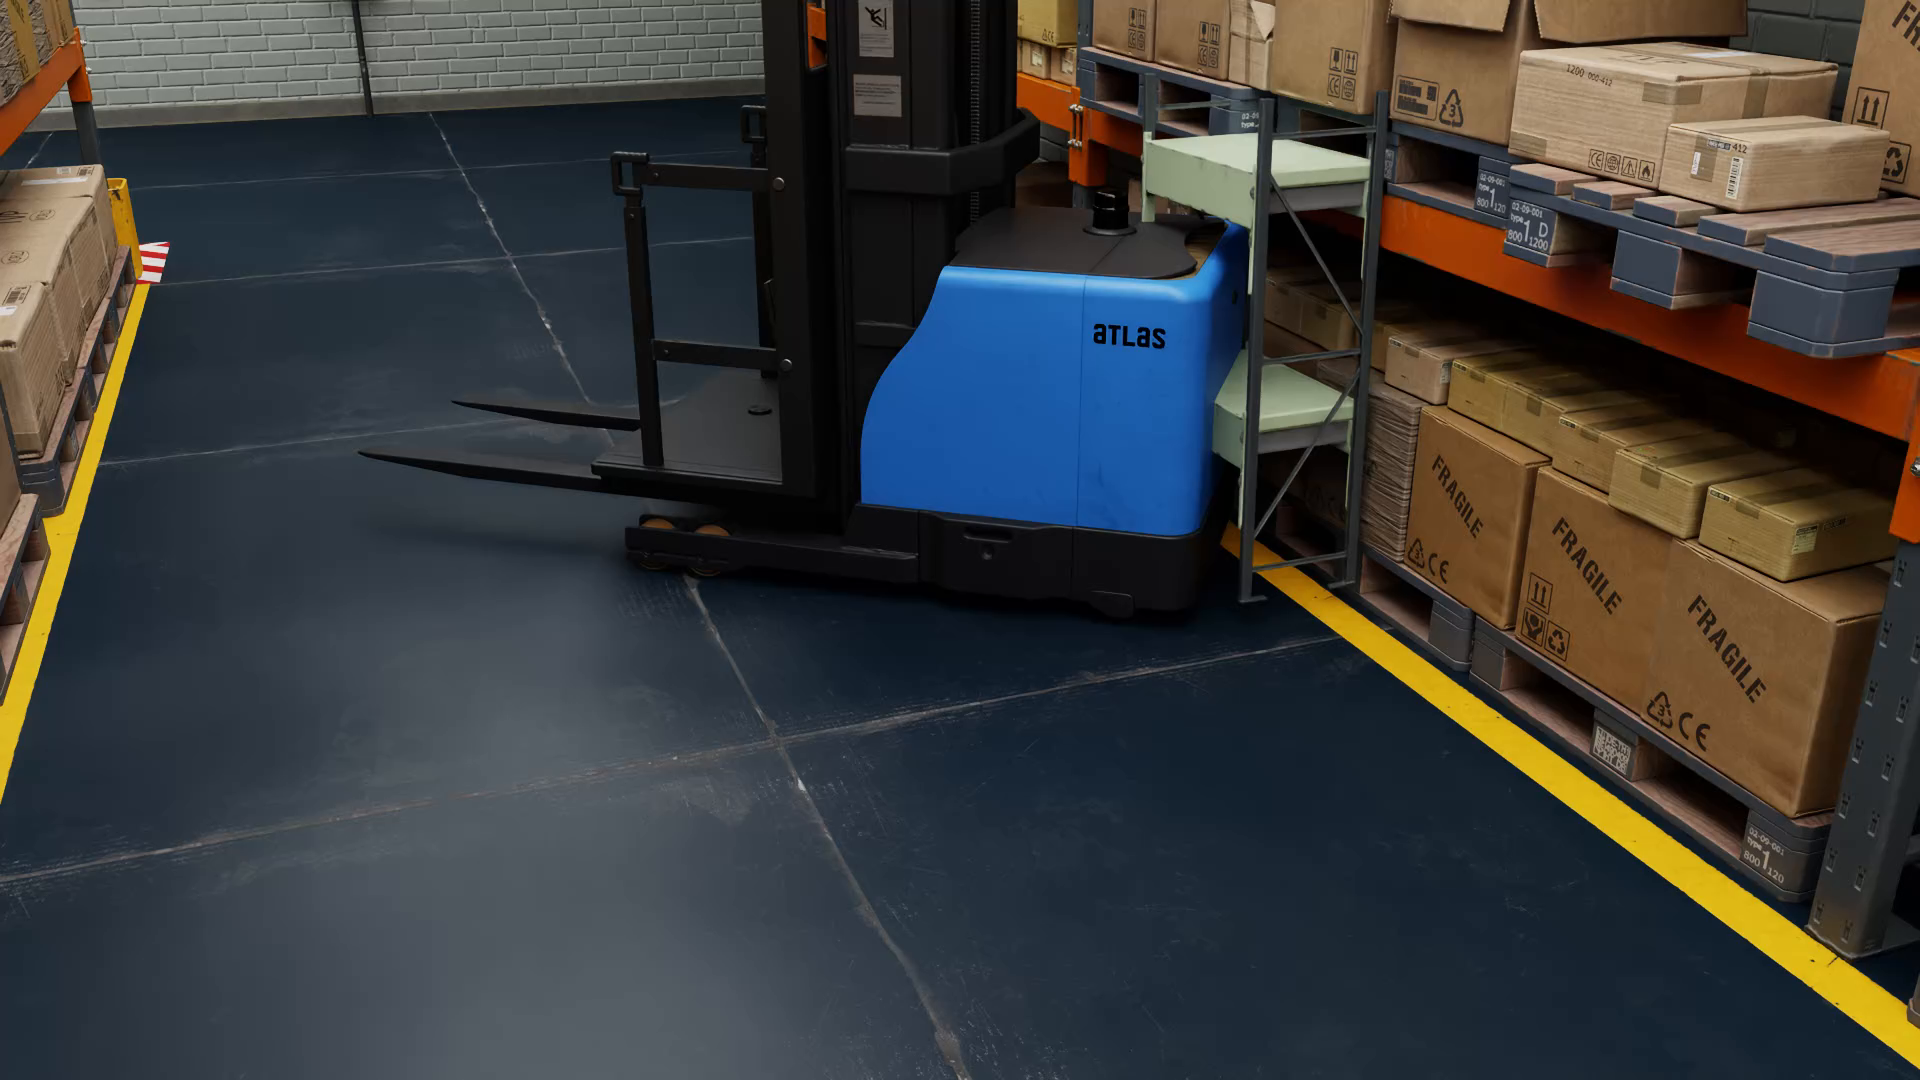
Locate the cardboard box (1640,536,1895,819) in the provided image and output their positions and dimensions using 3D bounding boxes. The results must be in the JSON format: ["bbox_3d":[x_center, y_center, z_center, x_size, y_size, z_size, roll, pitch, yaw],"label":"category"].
[{"bbox_3d":[2.011,0.275,3.914,0.500,0.500,0.500,-8,24,-17],"label":"cardboard box"}]

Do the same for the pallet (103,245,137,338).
[{"bbox_3d":[-4.751,-1.219,8.371,1.003,0.211,1.213,-8,24,-19],"label":"pallet"}]

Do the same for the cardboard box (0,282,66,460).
[{"bbox_3d":[-3.815,-0.586,6.037,0.875,0.438,0.875,-9,24,-20],"label":"cardboard box"}]

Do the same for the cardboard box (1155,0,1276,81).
[{"bbox_3d":[1.093,-1.858,5.626,0.700,0.500,0.500,-8,24,-18],"label":"cardboard box"}]

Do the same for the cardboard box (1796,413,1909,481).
[{"bbox_3d":[2.400,-0.232,4.282,0.380,0.149,0.250,-8,24,-17],"label":"cardboard box"}]

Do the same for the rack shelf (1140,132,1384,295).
[{"bbox_3d":[0.895,-1.020,5.050,0.431,0.370,0.720,-9,23,-18],"label":"rack shelf"}]

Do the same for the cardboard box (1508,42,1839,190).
[{"bbox_3d":[1.686,-1.023,3.967,0.500,0.250,0.500,-10,25,-21],"label":"cardboard box"}]

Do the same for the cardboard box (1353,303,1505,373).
[{"bbox_3d":[1.469,-0.627,5.217,0.380,0.149,0.250,-8,24,-19],"label":"cardboard box"}]

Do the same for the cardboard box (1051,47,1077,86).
[{"bbox_3d":[0.599,-1.978,6.905,0.380,0.149,0.250,-8,24,-18],"label":"cardboard box"}]

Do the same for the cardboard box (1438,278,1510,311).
[{"bbox_3d":[1.845,-0.795,5.616,0.380,0.149,0.250,-8,24,-18],"label":"cardboard box"}]

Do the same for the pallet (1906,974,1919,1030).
[{"bbox_3d":[2.616,1.030,3.034,1.003,0.211,1.213,-8,24,-19],"label":"pallet"}]

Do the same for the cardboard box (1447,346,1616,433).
[{"bbox_3d":[1.633,-0.434,4.760,0.380,0.149,0.250,-9,24,-20],"label":"cardboard box"}]

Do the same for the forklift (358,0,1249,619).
[{"bbox_3d":[-0.602,-1.419,5.343,3.031,2.935,1.130,6,24,15],"label":"forklift"}]

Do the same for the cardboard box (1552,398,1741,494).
[{"bbox_3d":[1.773,-0.241,4.303,0.380,0.149,0.250,-9,25,-21],"label":"cardboard box"}]

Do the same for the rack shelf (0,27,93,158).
[{"bbox_3d":[-4.401,-1.726,6.908,1.077,0.370,4.000,-8,24,-19],"label":"rack shelf"}]

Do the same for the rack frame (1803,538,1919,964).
[{"bbox_3d":[2.361,-0.559,3.215,1.000,3.000,0.127,-8,24,-19],"label":"rack frame"}]

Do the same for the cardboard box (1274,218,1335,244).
[{"bbox_3d":[1.446,-1.164,6.493,0.380,0.149,0.250,-8,24,-19],"label":"cardboard box"}]

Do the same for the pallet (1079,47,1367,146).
[{"bbox_3d":[1.129,-1.619,5.976,1.003,0.211,1.213,-8,24,-19],"label":"pallet"}]

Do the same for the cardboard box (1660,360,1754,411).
[{"bbox_3d":[2.228,-0.423,4.735,0.380,0.149,0.250,-10,25,-21],"label":"cardboard box"}]

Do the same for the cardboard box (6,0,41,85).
[{"bbox_3d":[-4.140,-2.135,6.825,0.500,0.500,0.500,-8,24,-17],"label":"cardboard box"}]

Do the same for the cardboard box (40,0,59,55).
[{"bbox_3d":[-4.526,-2.507,7.706,0.500,0.500,0.500,-9,24,-20],"label":"cardboard box"}]

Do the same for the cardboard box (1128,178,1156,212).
[{"bbox_3d":[0.883,-1.332,6.508,0.380,0.149,0.250,-9,24,-20],"label":"cardboard box"}]

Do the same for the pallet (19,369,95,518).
[{"bbox_3d":[-3.889,-0.333,6.267,1.003,0.211,1.213,-8,24,-19],"label":"pallet"}]

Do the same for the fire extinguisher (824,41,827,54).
[{"bbox_3d":[-0.949,-3.249,10.176,0.296,0.674,0.183,-8,24,-19],"label":"fire extinguisher"}]

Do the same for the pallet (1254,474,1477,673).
[{"bbox_3d":[1.706,0.007,5.463,1.003,0.211,1.213,-8,24,-19],"label":"pallet"}]

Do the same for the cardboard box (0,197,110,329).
[{"bbox_3d":[-4.449,-1.239,7.586,0.875,0.438,0.875,-8,24,-18],"label":"cardboard box"}]

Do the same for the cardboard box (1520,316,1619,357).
[{"bbox_3d":[1.962,-0.595,5.142,0.380,0.149,0.250,-8,24,-19],"label":"cardboard box"}]

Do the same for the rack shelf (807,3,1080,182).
[{"bbox_3d":[0.242,-2.408,8.527,1.077,0.370,4.000,-8,24,-19],"label":"rack shelf"}]

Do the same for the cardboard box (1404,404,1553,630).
[{"bbox_3d":[1.657,-0.098,4.799,0.500,0.500,0.500,-7,24,-17],"label":"cardboard box"}]

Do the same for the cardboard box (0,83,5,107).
[{"bbox_3d":[-3.789,-1.766,5.950,0.500,0.500,0.500,-8,24,-19],"label":"cardboard box"}]

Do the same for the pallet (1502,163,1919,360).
[{"bbox_3d":[2.056,-0.708,3.814,1.213,0.211,1.003,-8,24,-19],"label":"pallet"}]

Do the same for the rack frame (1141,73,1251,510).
[{"bbox_3d":[0.781,-0.781,5.515,0.400,1.500,0.023,-9,23,-18],"label":"rack frame"}]

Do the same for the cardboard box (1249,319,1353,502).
[{"bbox_3d":[1.278,-0.474,5.690,0.500,0.500,0.500,-9,25,-21],"label":"cardboard box"}]

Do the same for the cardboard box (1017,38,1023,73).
[{"bbox_3d":[0.373,-2.161,7.339,0.380,0.149,0.250,-8,24,-18],"label":"cardboard box"}]

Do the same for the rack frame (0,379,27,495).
[{"bbox_3d":[-3.694,-1.330,5.045,1.000,3.000,0.127,-8,24,-19],"label":"rack frame"}]

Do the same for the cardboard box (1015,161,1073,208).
[{"bbox_3d":[0.295,-1.580,8.313,0.700,0.500,0.500,-9,25,-21],"label":"cardboard box"}]

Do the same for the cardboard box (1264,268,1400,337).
[{"bbox_3d":[1.261,-0.811,5.655,0.380,0.149,0.250,-8,24,-19],"label":"cardboard box"}]

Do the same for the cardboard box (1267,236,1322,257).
[{"bbox_3d":[1.098,-1.005,6.115,0.380,0.149,0.250,-10,25,-22],"label":"cardboard box"}]

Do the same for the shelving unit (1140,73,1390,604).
[{"bbox_3d":[0.904,-0.657,5.193,0.431,1.500,0.755,-9,23,-18],"label":"shelving unit"}]

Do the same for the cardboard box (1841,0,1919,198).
[{"bbox_3d":[2.326,-1.008,3.609,0.500,0.500,0.500,-7,24,-17],"label":"cardboard box"}]

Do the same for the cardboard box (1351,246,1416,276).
[{"bbox_3d":[1.655,-0.988,6.074,0.380,0.149,0.250,-10,25,-22],"label":"cardboard box"}]

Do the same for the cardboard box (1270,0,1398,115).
[{"bbox_3d":[1.370,-1.573,4.950,0.700,0.500,0.500,-8,24,-19],"label":"cardboard box"}]

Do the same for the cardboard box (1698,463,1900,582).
[{"bbox_3d":[1.950,-0.045,3.837,0.380,0.149,0.250,-10,25,-22],"label":"cardboard box"}]
